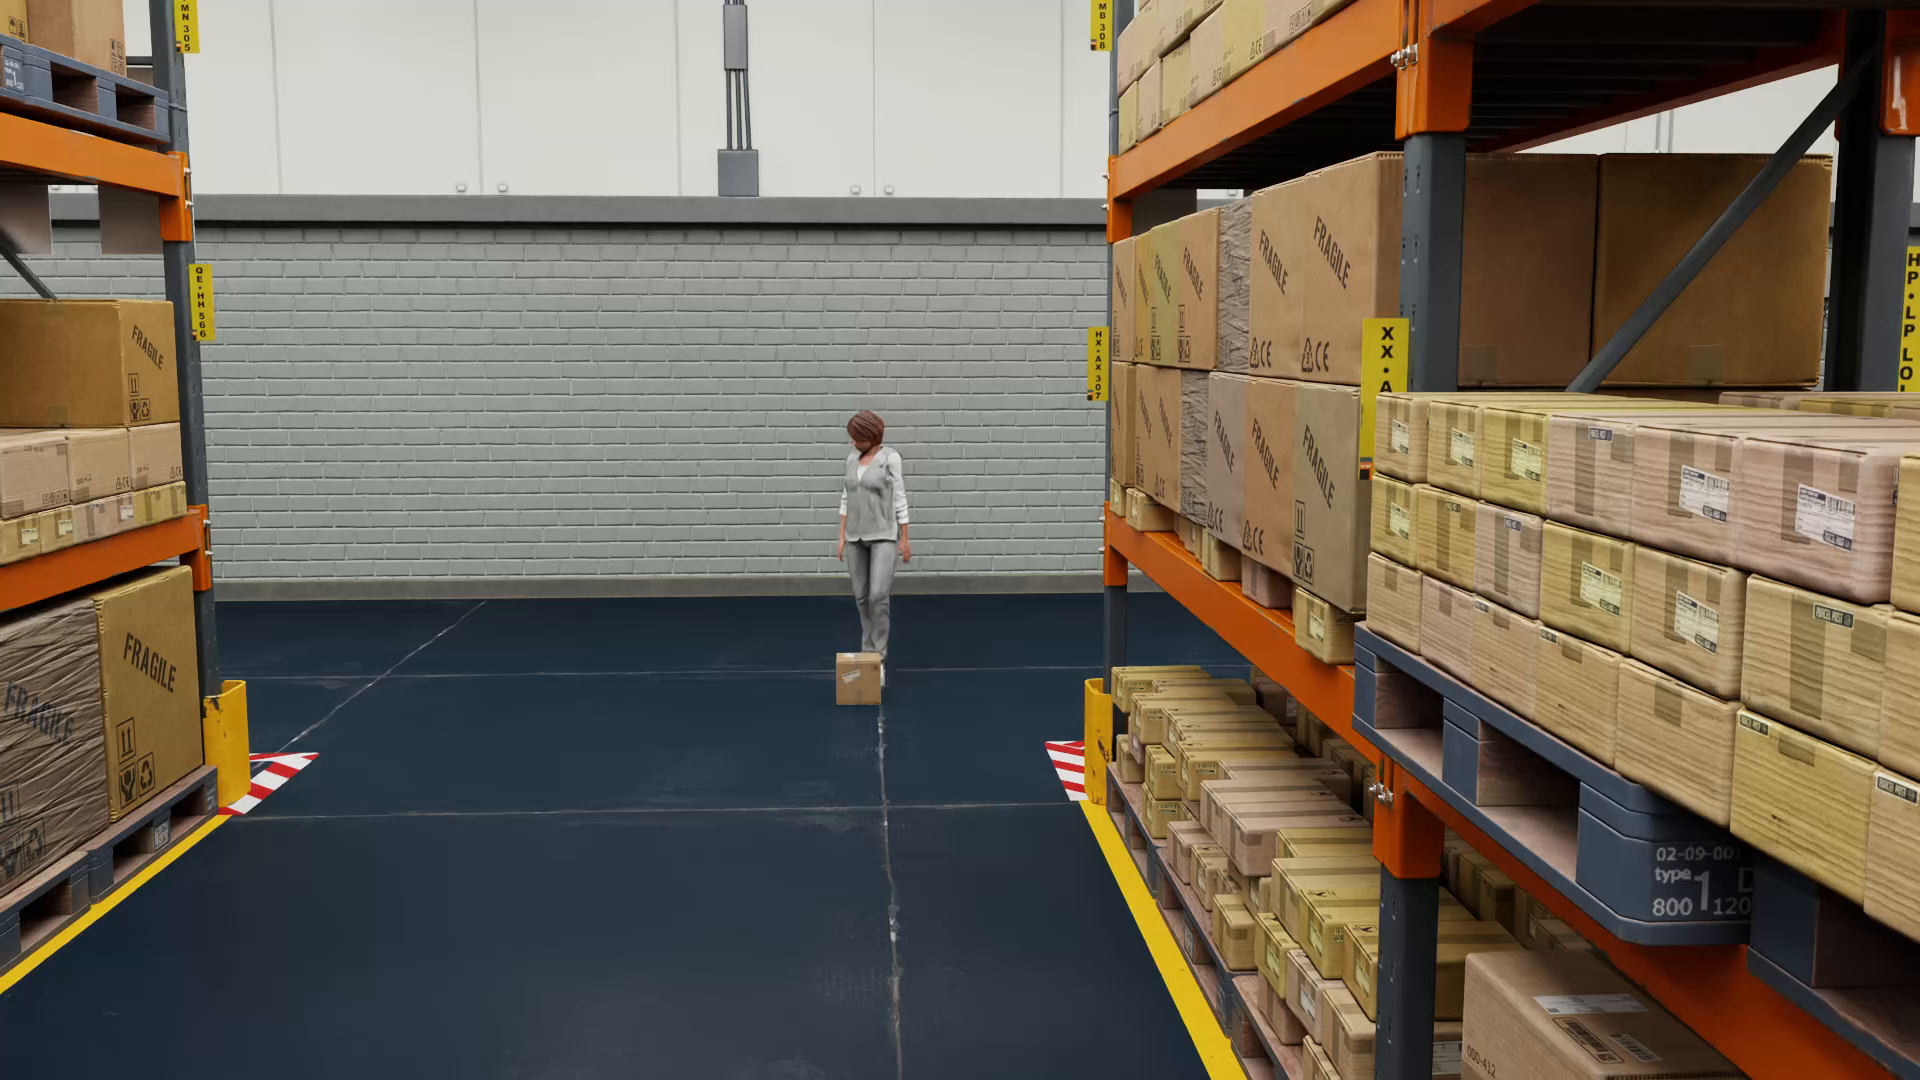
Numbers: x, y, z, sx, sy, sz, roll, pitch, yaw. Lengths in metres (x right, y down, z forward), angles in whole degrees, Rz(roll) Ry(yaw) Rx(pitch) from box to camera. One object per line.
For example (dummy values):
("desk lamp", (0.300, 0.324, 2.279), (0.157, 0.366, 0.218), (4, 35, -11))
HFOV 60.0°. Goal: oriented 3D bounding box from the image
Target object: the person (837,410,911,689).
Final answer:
("person", (-0.556, 0.044, 9.930), (0.461, 1.631, 0.482), (4, 8, 30))
